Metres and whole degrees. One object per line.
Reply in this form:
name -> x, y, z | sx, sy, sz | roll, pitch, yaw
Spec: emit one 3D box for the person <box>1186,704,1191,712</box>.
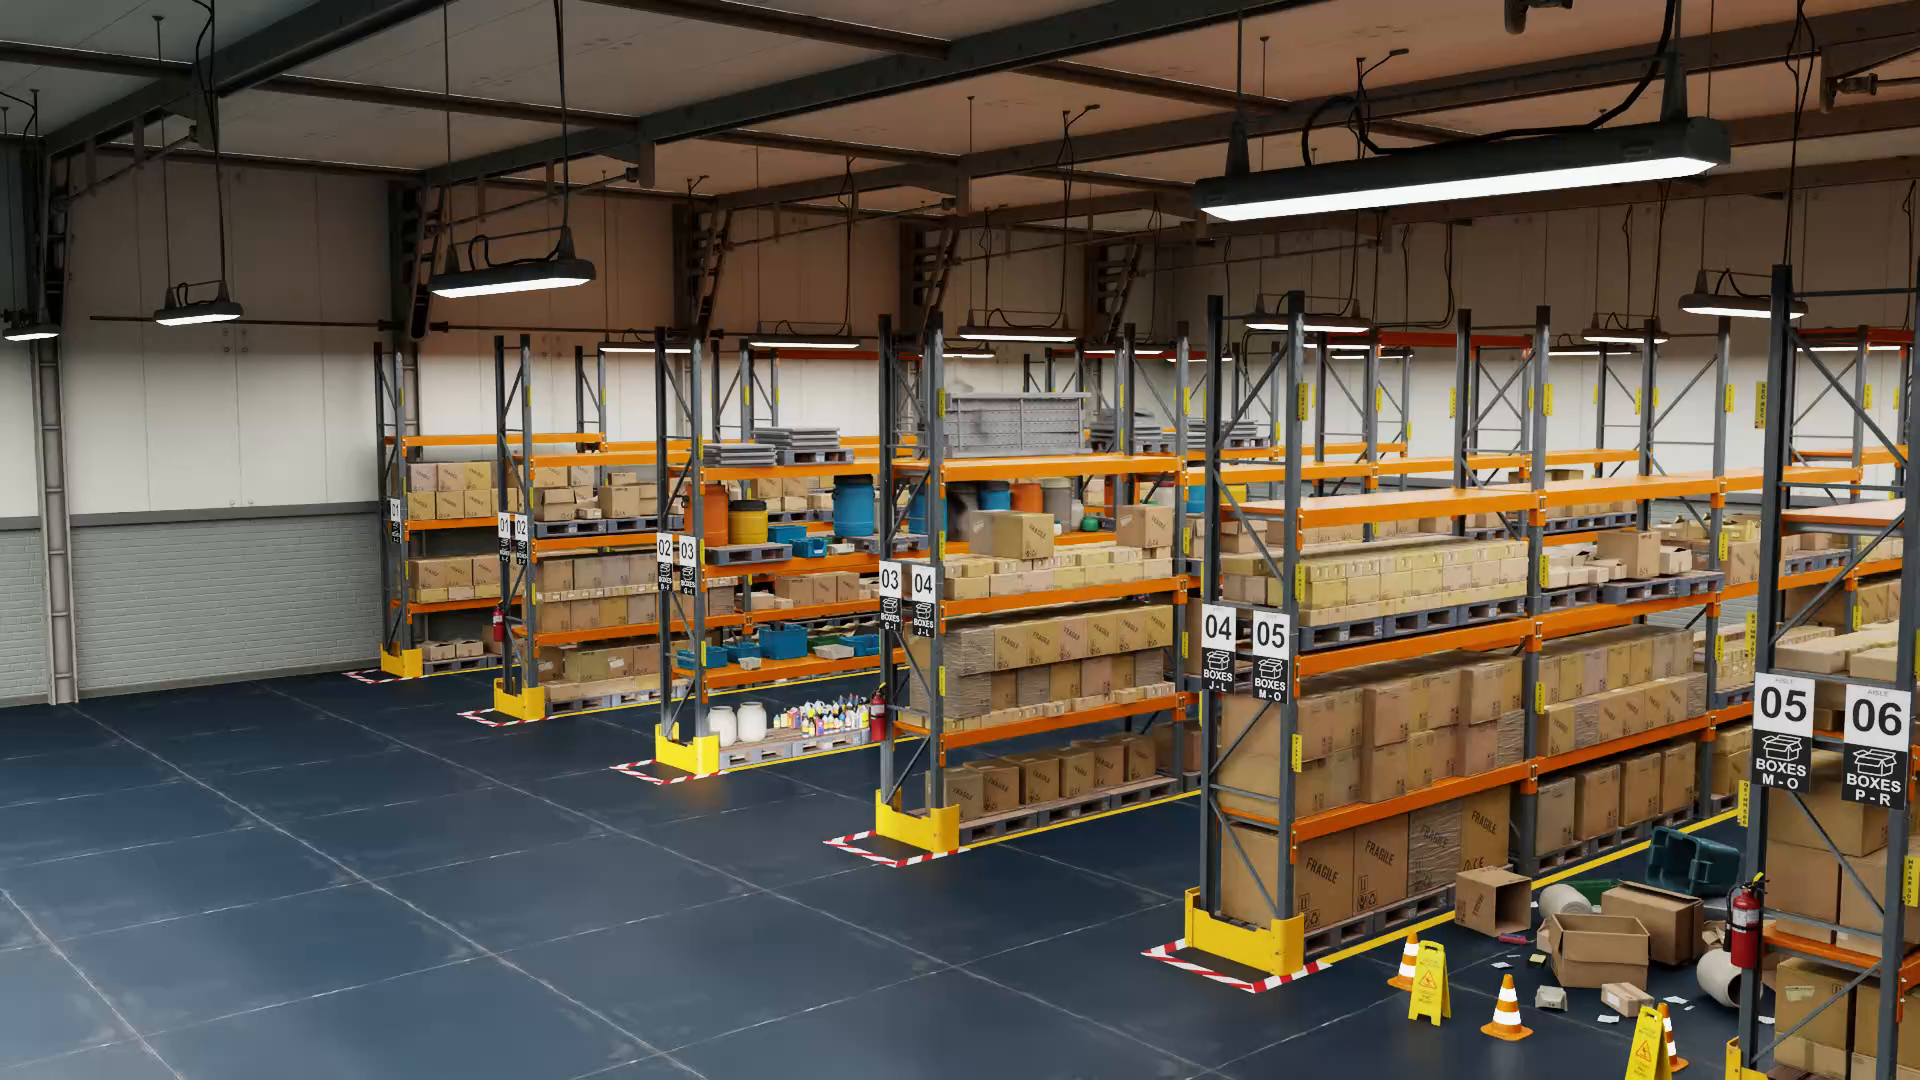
person -> 3.677, 1.702, 25.448 | 0.640, 1.809, 0.769 | 4, 6, 35
